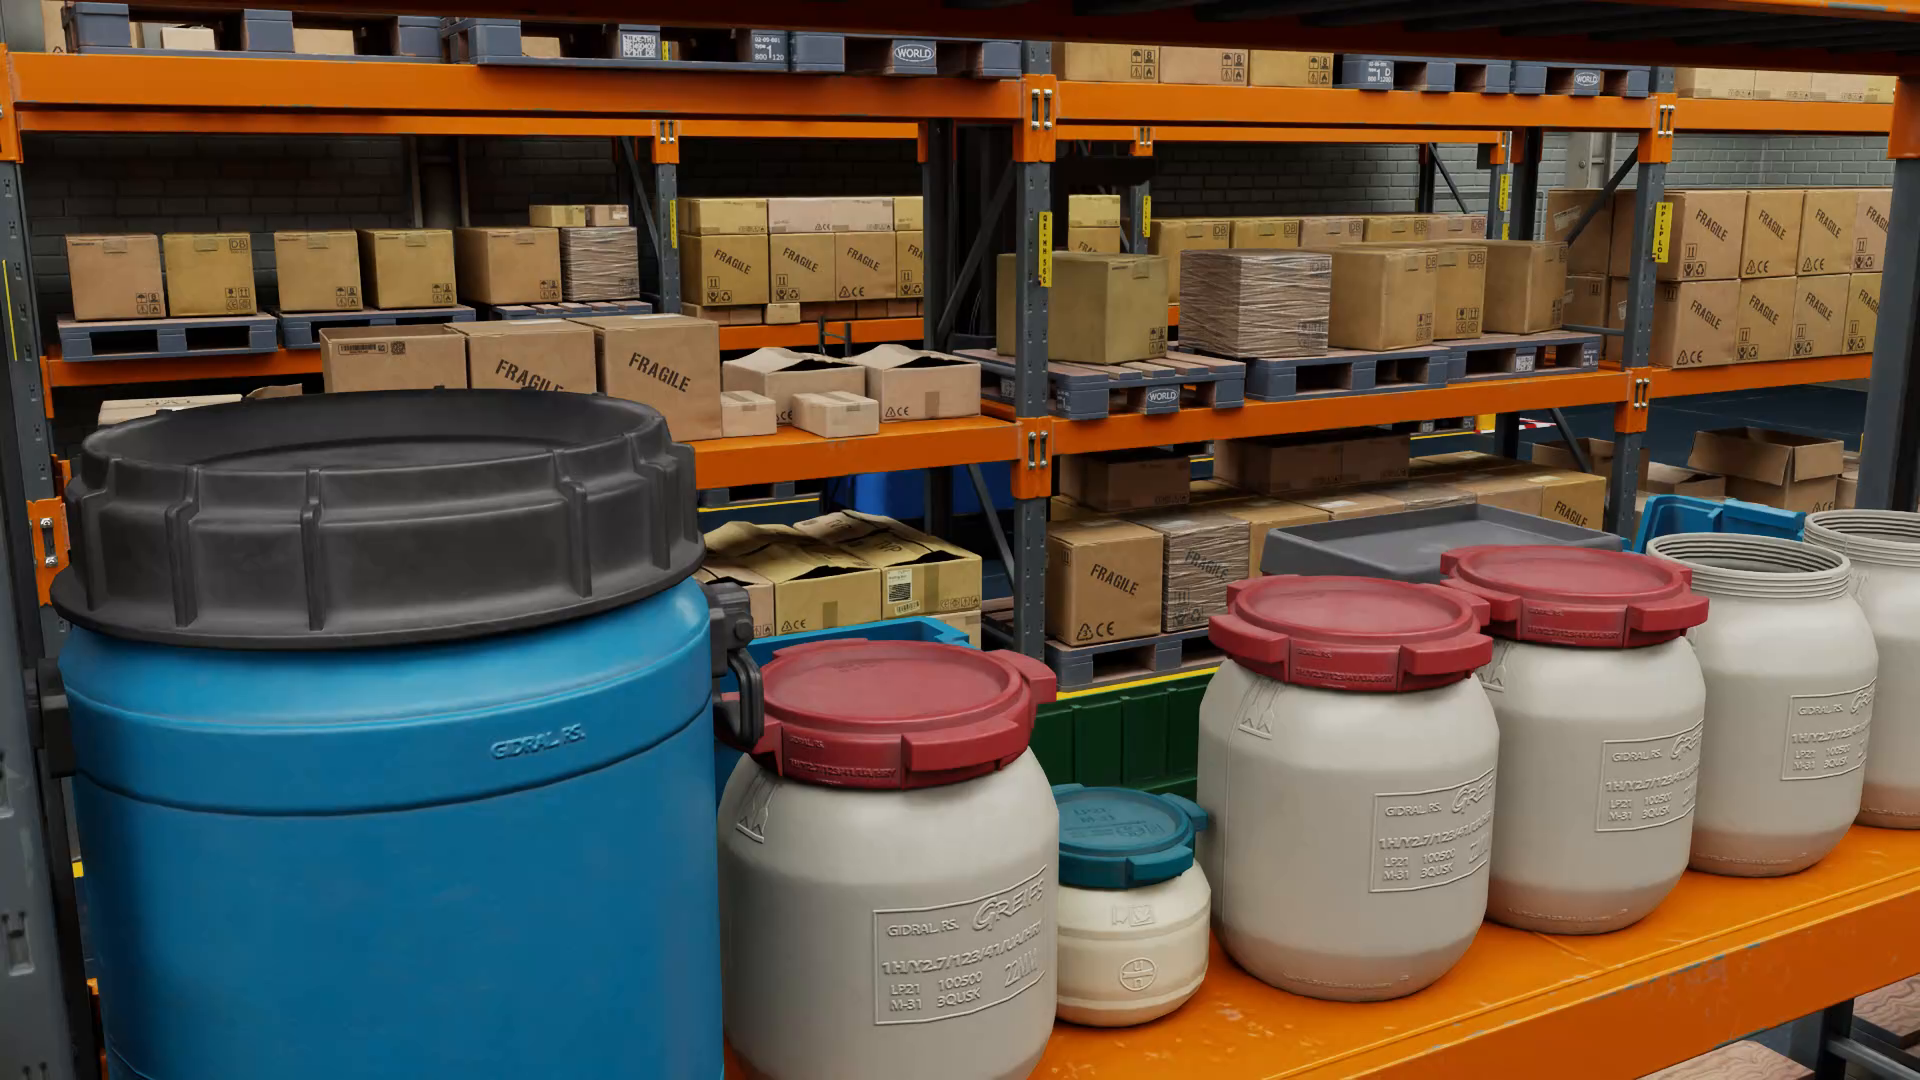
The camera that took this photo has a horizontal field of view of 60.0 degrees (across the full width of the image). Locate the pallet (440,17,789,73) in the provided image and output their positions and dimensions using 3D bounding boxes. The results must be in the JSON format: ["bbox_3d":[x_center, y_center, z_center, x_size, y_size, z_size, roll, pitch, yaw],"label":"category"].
[{"bbox_3d":[-1.426,-1.988,6.710,1.213,0.211,1.003,-6,14,-25],"label":"pallet"}]

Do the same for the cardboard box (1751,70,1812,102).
[{"bbox_3d":[4.605,-2.690,9.740,0.500,0.250,0.500,-7,14,-28],"label":"cardboard box"}]

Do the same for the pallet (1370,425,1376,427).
[{"bbox_3d":[3.019,-1.033,15.217,1.213,0.211,1.003,-7,14,-28],"label":"pallet"}]

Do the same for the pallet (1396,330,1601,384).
[{"bbox_3d":[2.865,-1.088,9.549,1.213,0.211,1.003,-7,14,-28],"label":"pallet"}]

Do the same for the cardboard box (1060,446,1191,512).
[{"bbox_3d":[0.863,-0.335,8.750,0.500,0.250,0.500,-6,14,-26],"label":"cardboard box"}]

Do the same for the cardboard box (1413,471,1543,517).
[{"bbox_3d":[2.885,-0.082,9.334,0.500,0.500,0.500,-7,14,-28],"label":"cardboard box"}]

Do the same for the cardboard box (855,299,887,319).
[{"bbox_3d":[-0.753,-1.796,12.784,0.250,0.149,0.380,-7,14,-27],"label":"cardboard box"}]

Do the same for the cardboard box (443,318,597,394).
[{"bbox_3d":[-1.820,-0.638,6.882,0.500,0.500,0.500,-7,14,-28],"label":"cardboard box"}]

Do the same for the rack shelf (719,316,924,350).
[{"bbox_3d":[-0.514,-1.637,13.192,4.000,0.370,1.077,-7,14,-28],"label":"rack shelf"}]

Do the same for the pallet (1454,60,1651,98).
[{"bbox_3d":[3.012,-2.561,9.254,1.003,0.211,1.213,-7,14,-28],"label":"pallet"}]

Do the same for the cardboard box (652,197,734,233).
[{"bbox_3d":[-1.996,-2.445,12.484,0.500,0.250,0.500,-6,14,-26],"label":"cardboard box"}]

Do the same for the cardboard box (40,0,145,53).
[{"bbox_3d":[-5.262,-3.116,10.109,0.500,0.500,0.500,-5,13,-20],"label":"cardboard box"}]

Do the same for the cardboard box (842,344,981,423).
[{"bbox_3d":[-0.233,-0.750,7.815,0.500,0.311,0.500,-6,14,-24],"label":"cardboard box"}]

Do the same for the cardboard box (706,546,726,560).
[{"bbox_3d":[-1.399,0.148,7.649,0.500,0.311,0.500,-7,15,-29],"label":"cardboard box"}]

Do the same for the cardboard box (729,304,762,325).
[{"bbox_3d":[-1.644,-1.680,12.269,0.250,0.149,0.380,-7,14,-27],"label":"cardboard box"}]

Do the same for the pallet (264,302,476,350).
[{"bbox_3d":[-3.987,-1.468,11.239,1.213,0.211,1.003,-7,14,-28],"label":"pallet"}]

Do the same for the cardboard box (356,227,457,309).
[{"bbox_3d":[-3.760,-1.855,11.289,0.500,0.500,0.700,-7,14,-28],"label":"cardboard box"}]

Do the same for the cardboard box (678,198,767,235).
[{"bbox_3d":[-1.722,-2.349,12.055,0.500,0.250,0.500,-6,14,-27],"label":"cardboard box"}]

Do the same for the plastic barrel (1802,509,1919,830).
[{"bbox_3d":[1.677,0.226,3.018,0.421,0.512,0.421,0,13,0],"label":"plastic barrel"}]

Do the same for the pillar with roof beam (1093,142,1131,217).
[{"bbox_3d":[3.504,-4.536,10.771,0.400,9.000,9.100,-7,14,-28],"label":"pillar with roof beam"}]

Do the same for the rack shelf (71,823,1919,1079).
[{"bbox_3d":[0.722,0.693,2.839,4.000,0.370,1.077,-7,14,-28],"label":"rack shelf"}]

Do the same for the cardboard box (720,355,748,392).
[{"bbox_3d":[-1.561,-0.986,12.599,0.750,0.750,0.750,-7,14,-29],"label":"cardboard box"}]

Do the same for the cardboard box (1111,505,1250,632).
[{"bbox_3d":[1.101,0.132,8.382,0.500,0.500,0.500,-7,15,-30],"label":"cardboard box"}]

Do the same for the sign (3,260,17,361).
[{"bbox_3d":[-3.136,-0.757,5.490,0.005,0.325,0.100,-7,14,-28],"label":"sign"}]

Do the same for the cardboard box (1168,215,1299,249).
[{"bbox_3d":[2.369,-2.475,14.591,0.700,0.700,0.980,-7,15,-29],"label":"cardboard box"}]

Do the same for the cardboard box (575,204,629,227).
[{"bbox_3d":[-2.558,-2.316,11.861,0.250,0.149,0.380,-9,16,-35],"label":"cardboard box"}]

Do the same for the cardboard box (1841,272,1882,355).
[{"bbox_3d":[5.530,-1.455,10.515,0.500,0.500,0.500,-7,14,-29],"label":"cardboard box"}]

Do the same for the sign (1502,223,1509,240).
[{"bbox_3d":[3.352,-1.771,10.174,0.005,0.325,0.100,-7,14,-28],"label":"sign"}]

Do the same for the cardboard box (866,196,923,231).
[{"bbox_3d":[-0.394,-2.511,12.774,0.500,0.250,0.500,-7,15,-29],"label":"cardboard box"}]

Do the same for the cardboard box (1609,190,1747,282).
[{"bbox_3d":[4.167,-1.777,9.666,0.500,0.500,0.500,-6,14,-26],"label":"cardboard box"}]

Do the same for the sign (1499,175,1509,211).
[{"bbox_3d":[5.000,-3.194,15.293,0.005,0.325,0.100,-7,14,-28],"label":"sign"}]

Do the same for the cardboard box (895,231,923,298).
[{"bbox_3d":[-0.367,-2.145,12.858,0.500,0.500,0.500,-6,14,-26],"label":"cardboard box"}]

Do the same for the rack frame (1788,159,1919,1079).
[{"bbox_3d":[2.479,0.132,3.692,0.053,2.616,0.949,-7,14,-28],"label":"rack frame"}]

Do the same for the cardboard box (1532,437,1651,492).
[{"bbox_3d":[3.983,-0.354,10.543,0.500,0.500,0.500,-7,14,-28],"label":"cardboard box"}]

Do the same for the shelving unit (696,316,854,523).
[{"bbox_3d":[-1.246,-0.604,10.375,1.048,1.500,0.538,-6,14,-25],"label":"shelving unit"}]

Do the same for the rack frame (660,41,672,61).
[{"bbox_3d":[-2.269,-4.705,11.519,0.127,3.000,1.000,-7,14,-28],"label":"rack frame"}]

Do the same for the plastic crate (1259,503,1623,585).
[{"bbox_3d":[0.913,0.211,3.194,0.583,0.464,0.402,-7,14,-28],"label":"plastic crate"}]

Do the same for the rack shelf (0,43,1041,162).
[{"bbox_3d":[-1.648,-1.726,6.753,4.000,0.370,1.077,-7,14,-28],"label":"rack shelf"}]

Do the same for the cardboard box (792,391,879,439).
[{"bbox_3d":[-0.550,-0.553,7.308,0.250,0.149,0.380,-7,14,-28],"label":"cardboard box"}]

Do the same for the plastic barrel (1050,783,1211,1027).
[{"bbox_3d":[0.202,0.510,2.327,0.301,0.262,0.301,0,13,0],"label":"plastic barrel"}]

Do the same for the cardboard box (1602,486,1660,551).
[{"bbox_3d":[4.090,-0.150,10.066,0.500,0.311,0.500,-7,14,-28],"label":"cardboard box"}]

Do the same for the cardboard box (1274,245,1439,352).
[{"bbox_3d":[2.097,-1.301,8.872,0.500,0.500,0.700,-12,17,-42],"label":"cardboard box"}]

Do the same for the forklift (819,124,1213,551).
[{"bbox_3d":[0.621,-1.483,11.023,3.031,2.935,1.130,-6,14,-25],"label":"forklift"}]

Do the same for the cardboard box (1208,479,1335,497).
[{"bbox_3d":[1.728,-0.073,9.294,0.500,0.500,0.500,-7,15,-30],"label":"cardboard box"}]

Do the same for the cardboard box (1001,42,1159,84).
[{"bbox_3d":[0.474,-2.388,7.830,0.500,0.500,0.910,-7,14,-28],"label":"cardboard box"}]

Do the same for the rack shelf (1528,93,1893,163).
[{"bbox_3d":[5.374,-2.567,10.492,4.000,0.370,1.077,-7,14,-28],"label":"rack shelf"}]
